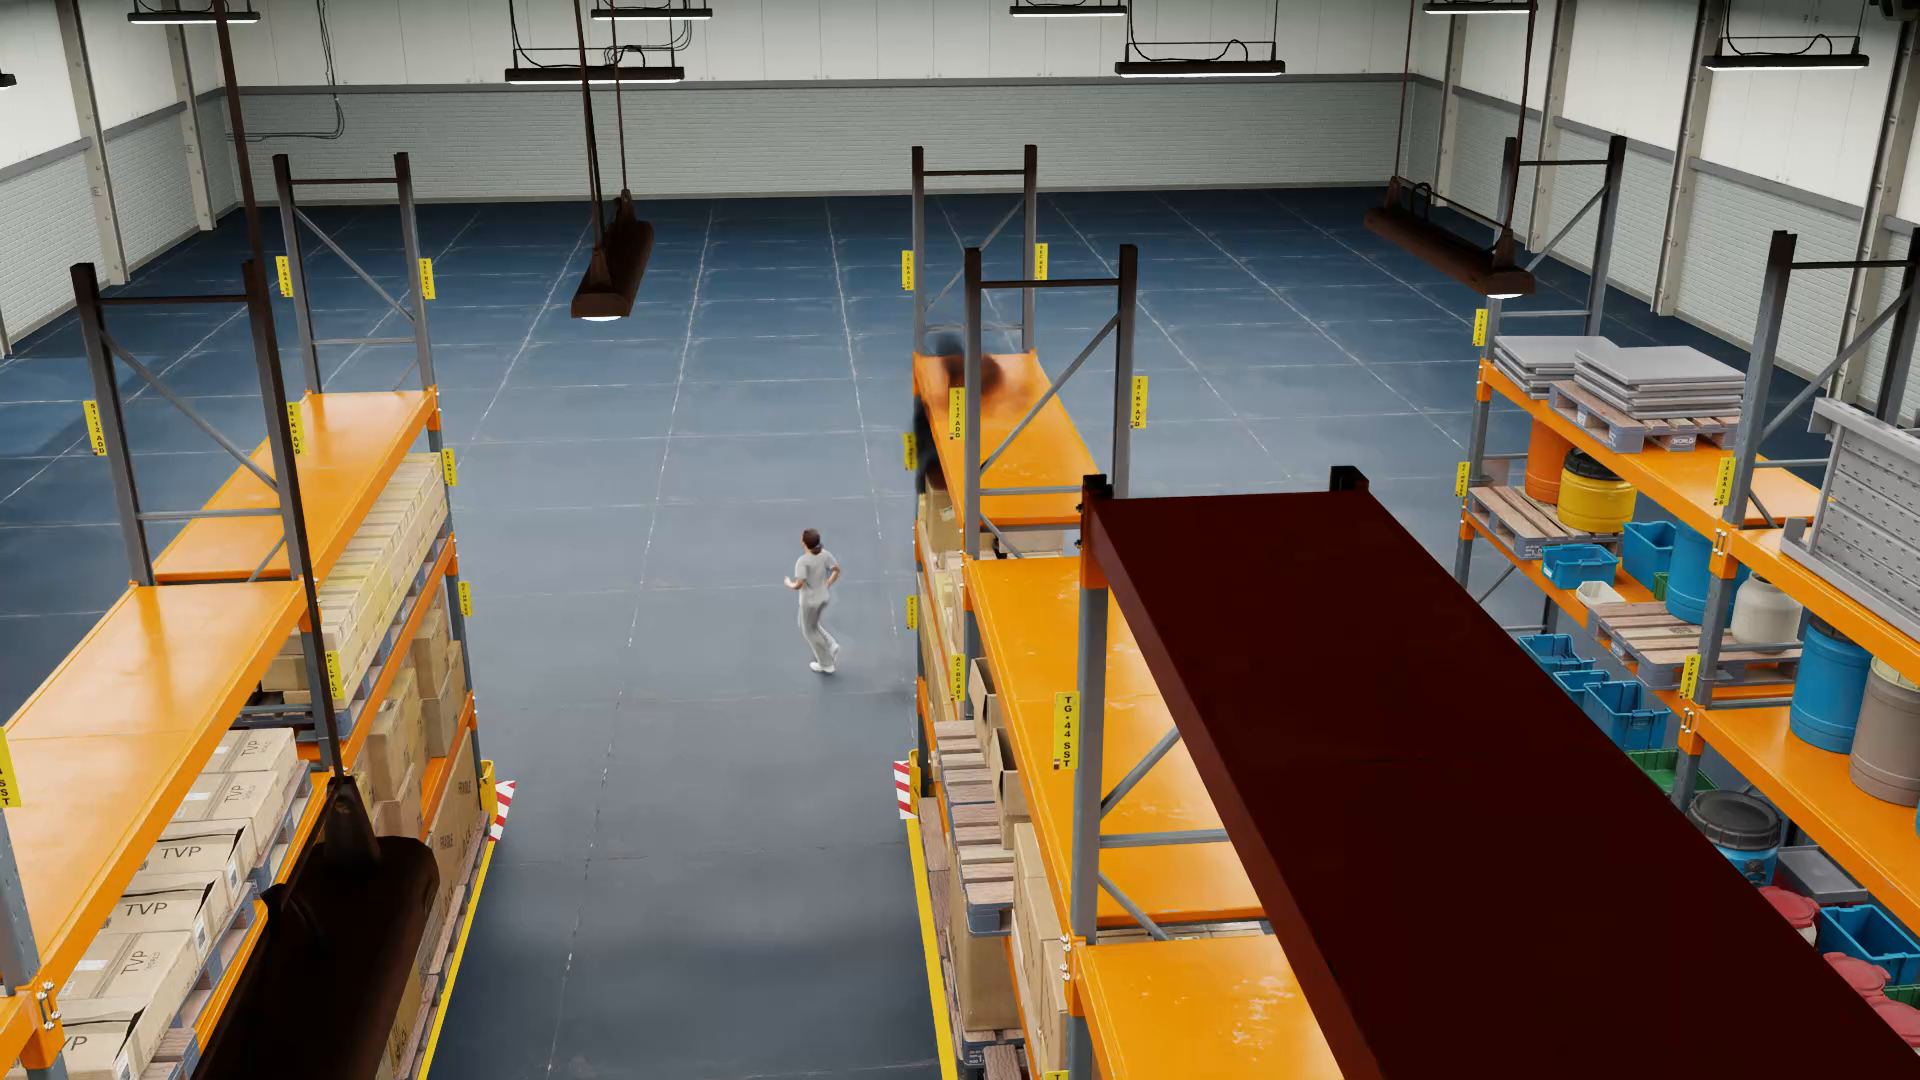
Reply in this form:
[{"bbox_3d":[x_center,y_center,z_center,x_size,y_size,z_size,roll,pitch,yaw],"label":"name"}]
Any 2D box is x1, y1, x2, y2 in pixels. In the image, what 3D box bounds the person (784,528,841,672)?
[{"bbox_3d":[-1.612,0.637,17.813,0.548,1.637,0.551,15,26,33],"label":"person"}]
